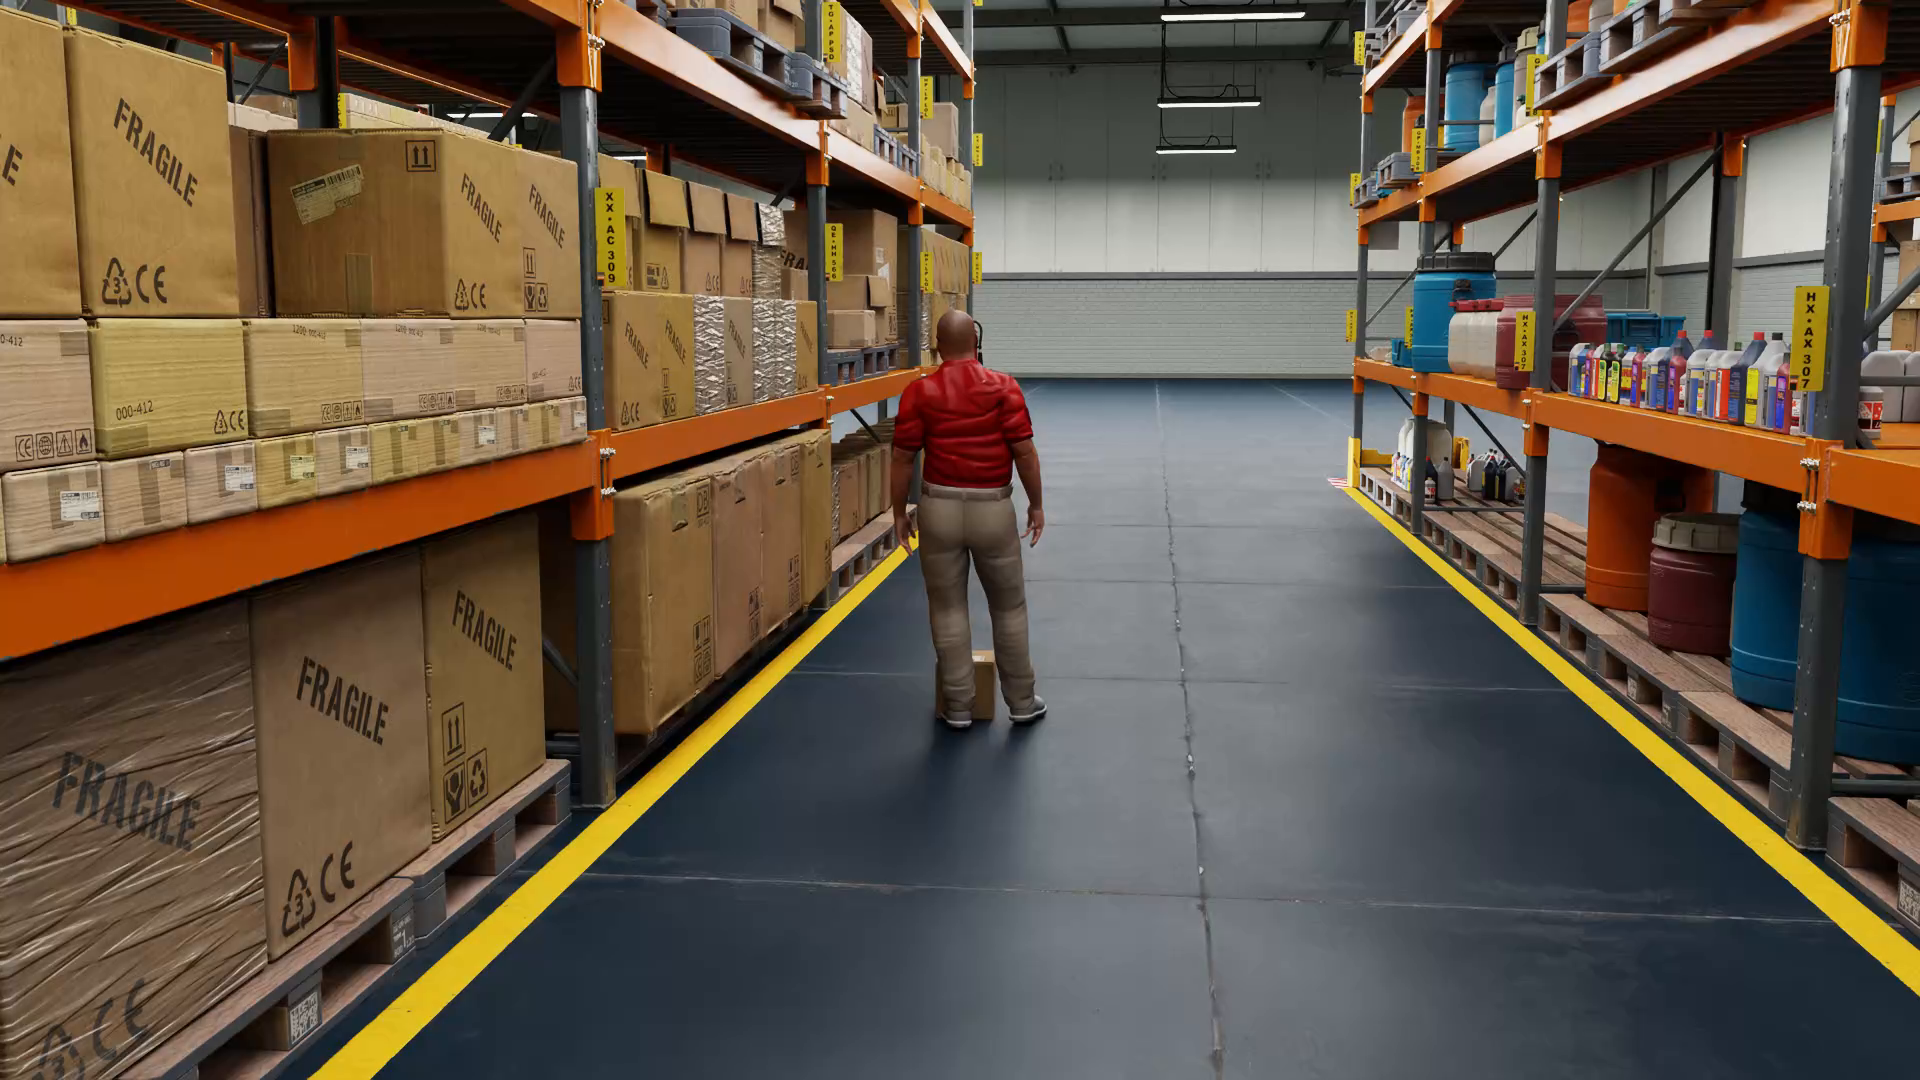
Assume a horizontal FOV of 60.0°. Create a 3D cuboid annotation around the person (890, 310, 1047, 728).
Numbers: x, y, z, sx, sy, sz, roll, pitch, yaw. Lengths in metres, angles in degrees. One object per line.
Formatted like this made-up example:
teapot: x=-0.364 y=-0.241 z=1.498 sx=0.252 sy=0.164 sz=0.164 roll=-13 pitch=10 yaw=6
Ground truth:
person: x=0.043 y=-0.087 z=6.940 sx=0.641 sy=1.728 sz=0.550 roll=1 pitch=8 yaw=4
